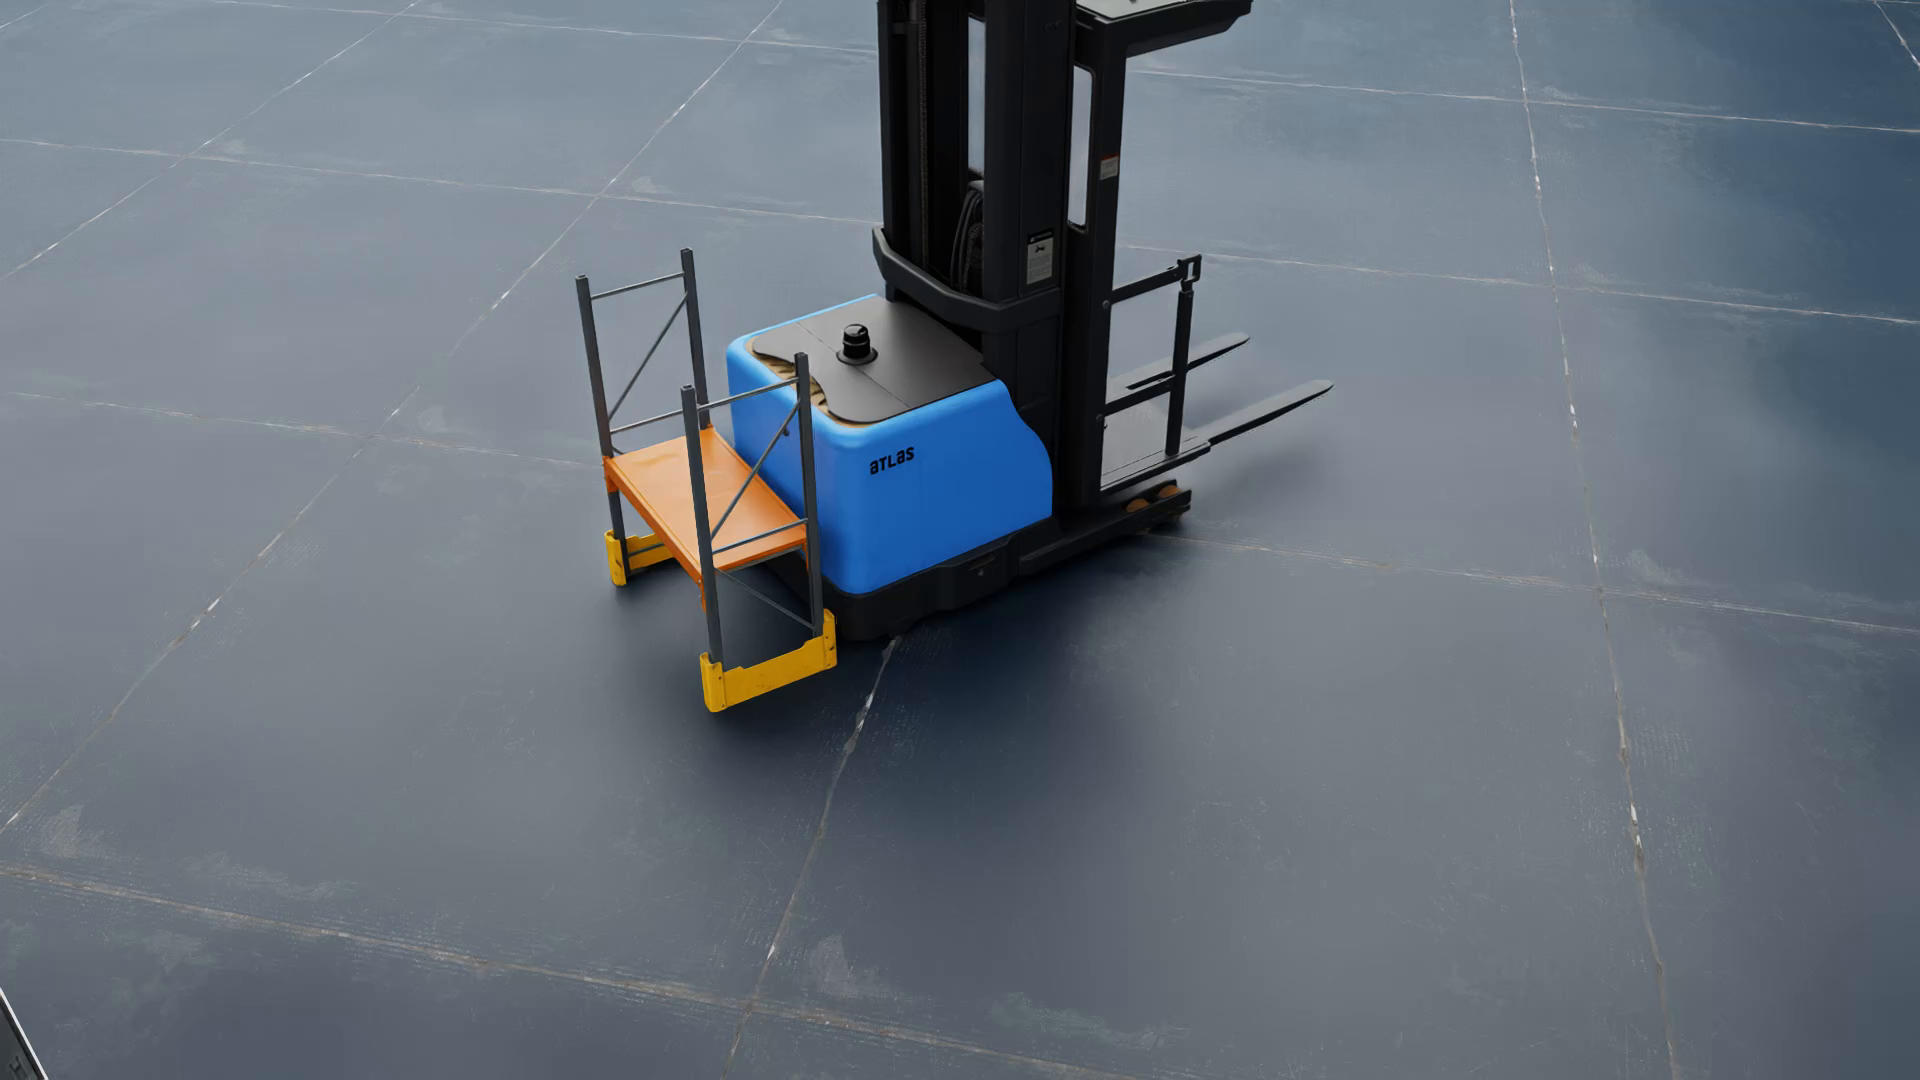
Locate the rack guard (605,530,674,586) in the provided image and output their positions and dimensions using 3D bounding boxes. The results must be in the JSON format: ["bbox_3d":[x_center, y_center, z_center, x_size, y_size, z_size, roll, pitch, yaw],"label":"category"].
[{"bbox_3d":[-1.310,-0.001,7.538,0.587,0.250,0.087,-20,41,-25],"label":"rack guard"}]

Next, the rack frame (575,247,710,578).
[{"bbox_3d":[-1.320,-0.517,7.185,0.500,1.500,0.032,-20,41,-25],"label":"rack frame"}]

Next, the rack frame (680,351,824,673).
[{"bbox_3d":[-0.782,-0.010,6.486,0.500,1.500,0.032,-20,41,-25],"label":"rack frame"}]

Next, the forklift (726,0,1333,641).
[{"bbox_3d":[0.478,-1.442,7.241,3.031,2.935,1.130,-23,42,-28],"label":"forklift"}]

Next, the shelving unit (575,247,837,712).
[{"bbox_3d":[-1.046,-0.259,6.829,0.587,1.500,1.083,-20,41,-25],"label":"shelving unit"}]

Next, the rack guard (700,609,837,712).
[{"bbox_3d":[-0.783,0.495,6.854,0.587,0.250,0.087,-20,41,-25],"label":"rack guard"}]

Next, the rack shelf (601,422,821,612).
[{"bbox_3d":[-1.051,-0.118,6.941,0.538,0.185,1.000,-20,41,-25],"label":"rack shelf"}]
